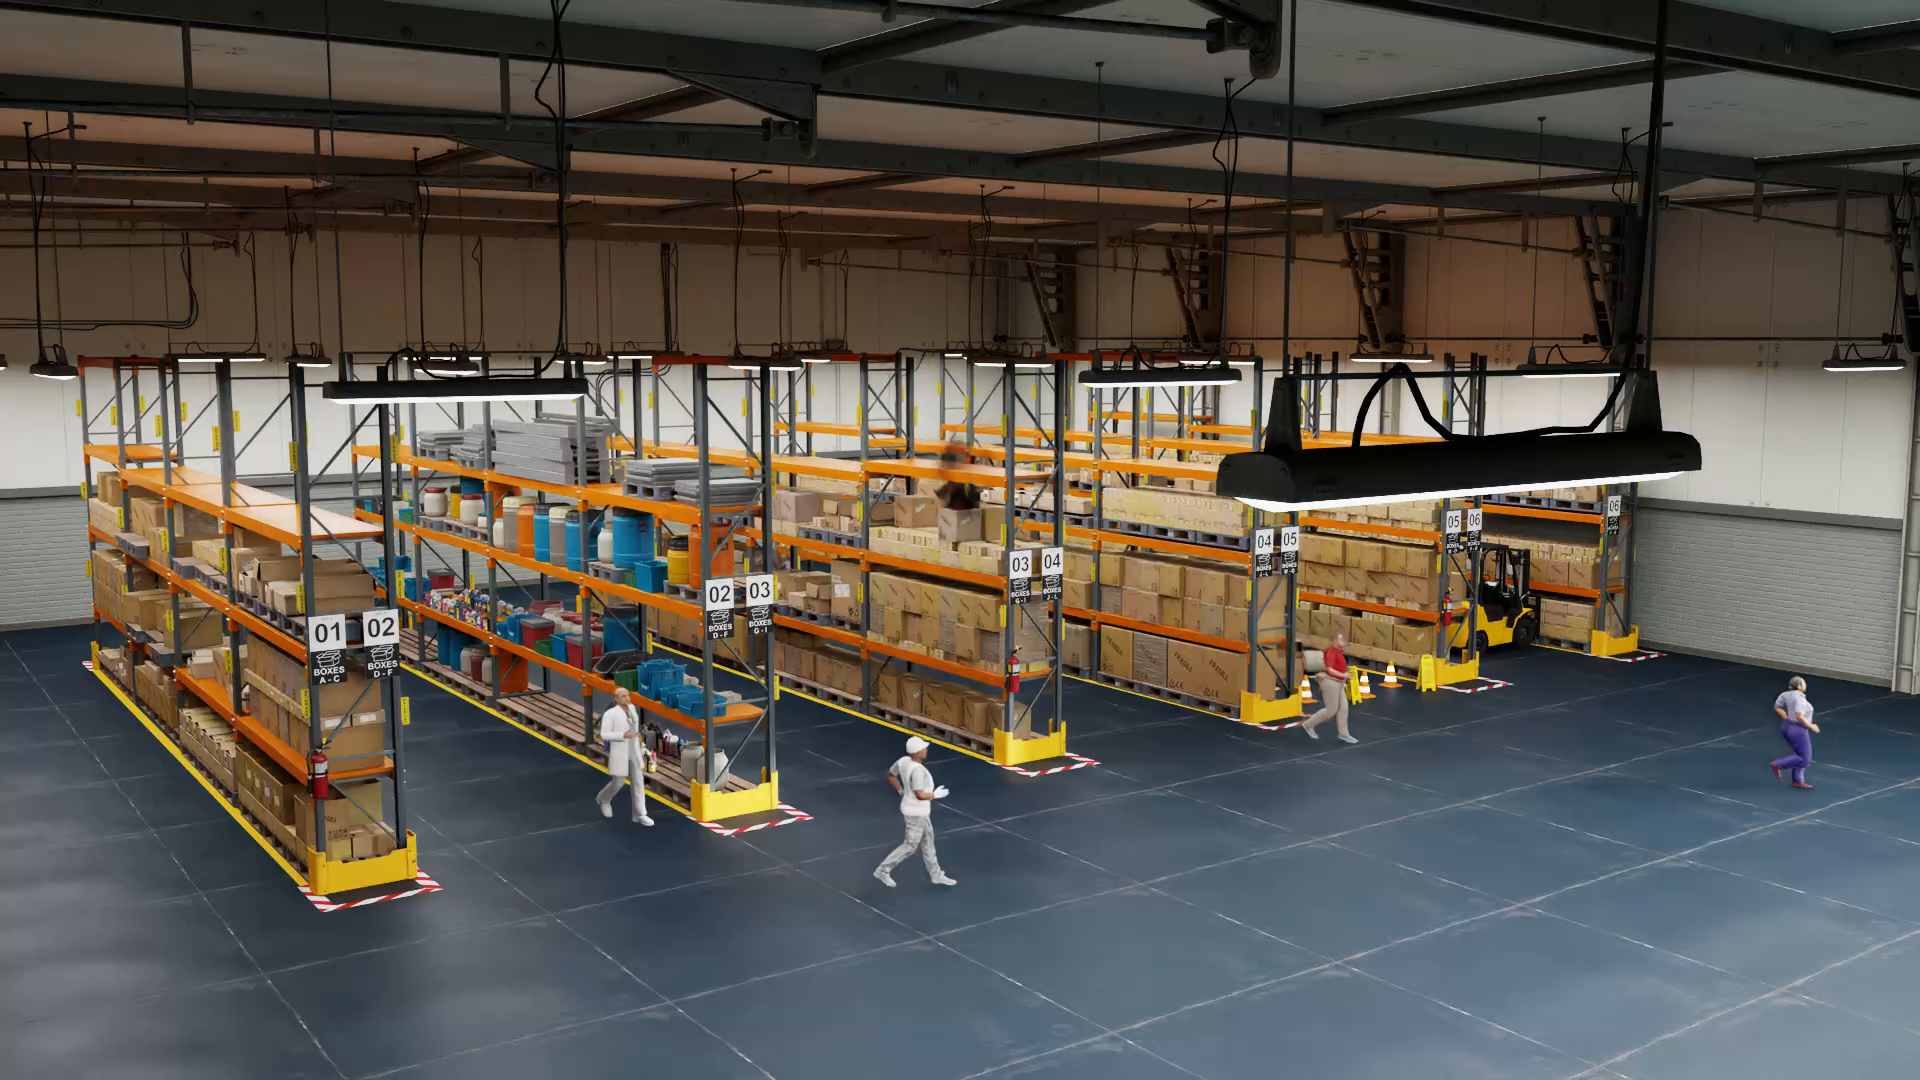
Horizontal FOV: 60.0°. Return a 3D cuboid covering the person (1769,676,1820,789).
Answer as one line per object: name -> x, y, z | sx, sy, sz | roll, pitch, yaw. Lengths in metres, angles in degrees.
person -> 11.720, 2.715, 23.427 | 0.685, 1.623, 0.608 | 0, 7, -2

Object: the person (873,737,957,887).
person -> -0.510, 3.124, 18.985 | 0.993, 1.788, 0.682 | -1, 7, -10

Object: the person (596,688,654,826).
person -> -4.363, 2.791, 21.657 | 1.030, 1.756, 0.720 | 6, 9, 41

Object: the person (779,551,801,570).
person -> -3.807, 1.021, 37.272 | 0.538, 1.576, 0.804 | -4, 8, -28

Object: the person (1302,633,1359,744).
person -> 5.846, 2.314, 26.145 | 0.870, 1.747, 0.685 | 3, 7, 21
